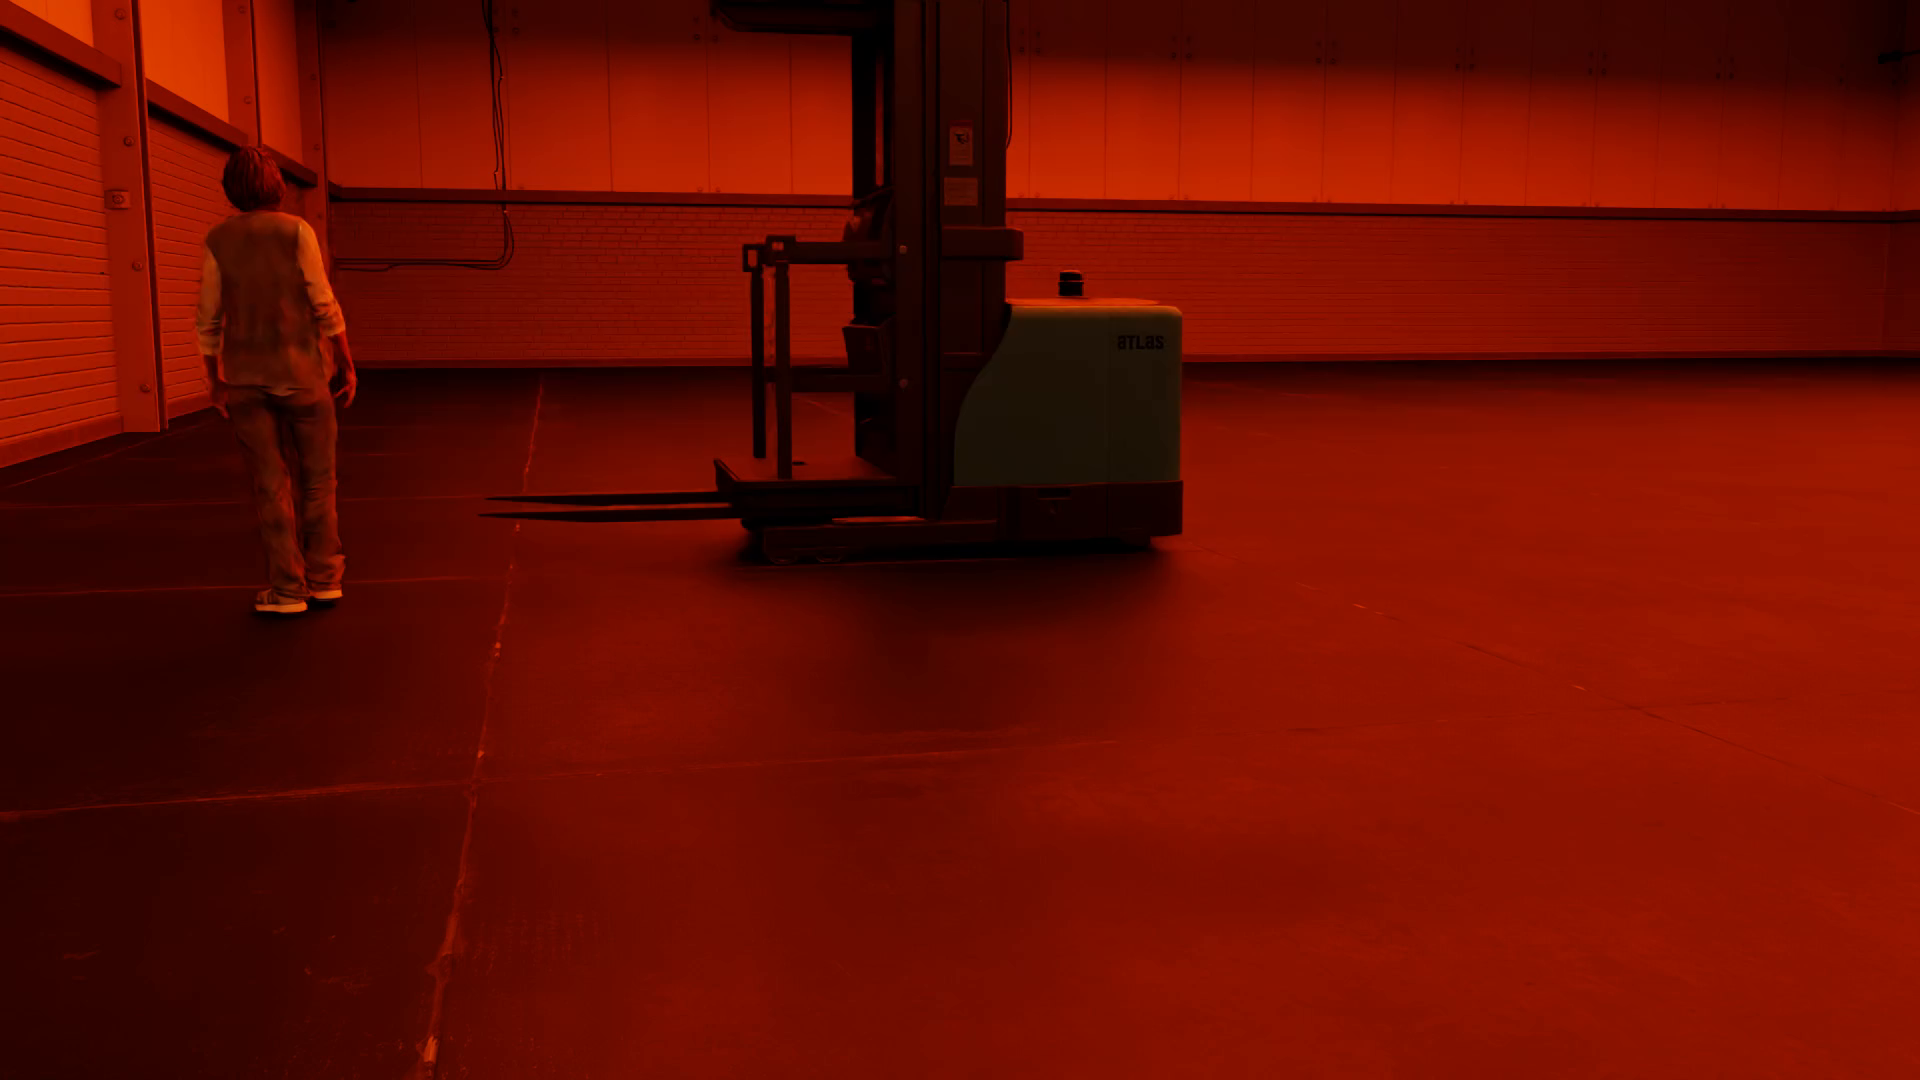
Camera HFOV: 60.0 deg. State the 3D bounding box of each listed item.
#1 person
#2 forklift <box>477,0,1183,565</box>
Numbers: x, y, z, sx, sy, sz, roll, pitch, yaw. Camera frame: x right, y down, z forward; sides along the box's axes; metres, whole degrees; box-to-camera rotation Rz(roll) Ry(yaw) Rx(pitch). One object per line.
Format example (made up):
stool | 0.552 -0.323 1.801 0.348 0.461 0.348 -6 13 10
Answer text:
person | -2.352 -0.547 5.818 0.498 1.598 0.552 -1 8 -6
forklift | -0.584 -1.426 7.322 3.031 2.935 1.130 -2 8 -13
